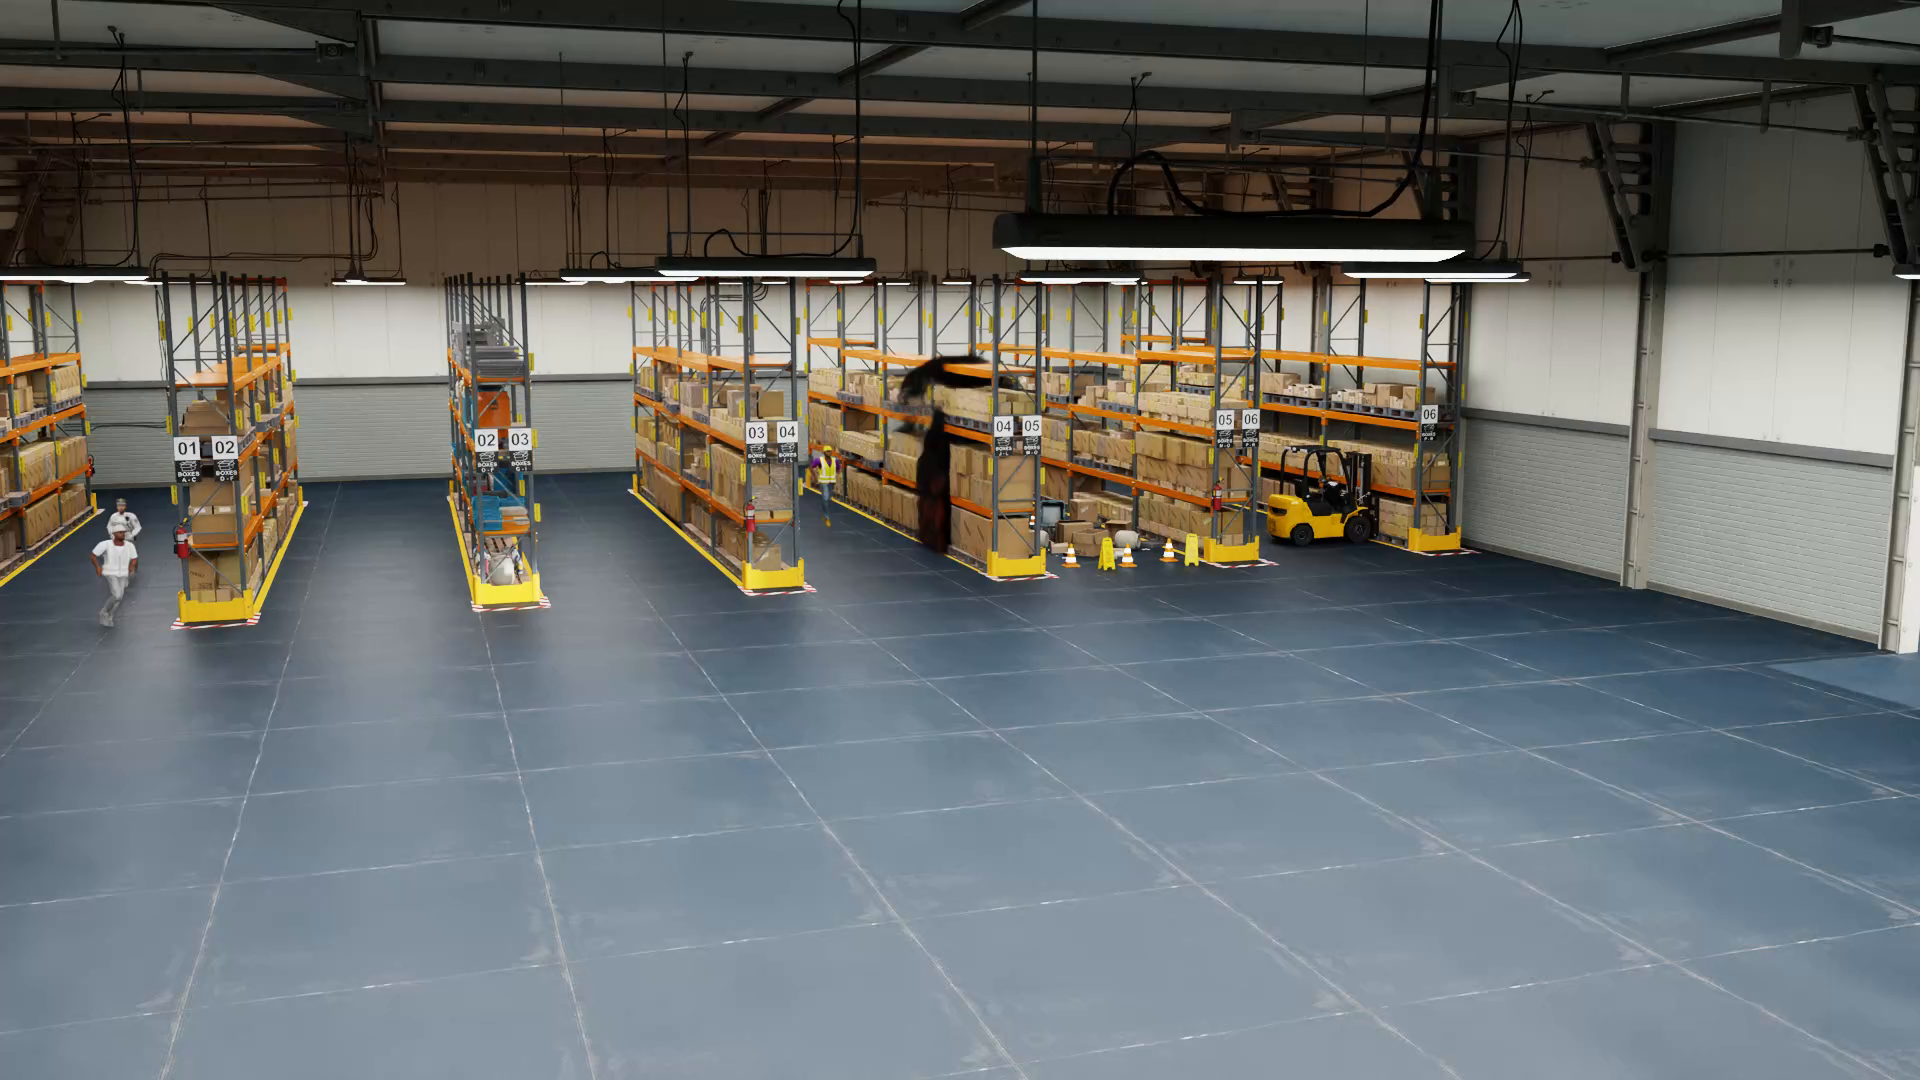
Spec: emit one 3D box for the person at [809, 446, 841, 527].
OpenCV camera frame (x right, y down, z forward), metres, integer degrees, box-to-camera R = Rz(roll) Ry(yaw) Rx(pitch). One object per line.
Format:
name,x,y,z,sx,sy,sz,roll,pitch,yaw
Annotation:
person,-3.087,-1.267,38.800,0.674,1.877,0.754,-5,10,-32

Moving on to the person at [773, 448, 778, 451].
person,-5.257,-2.453,48.453,0.660,1.796,0.881,1,9,9

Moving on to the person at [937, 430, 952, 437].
person,-0.594,-3.067,52.358,1.040,1.773,0.710,-7,11,-40

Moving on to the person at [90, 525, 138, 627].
person,-14.359,0.602,28.385,0.574,1.722,0.690,6,11,36

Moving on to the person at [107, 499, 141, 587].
person,-16.294,0.022,32.444,0.625,1.697,0.795,-3,9,-17
